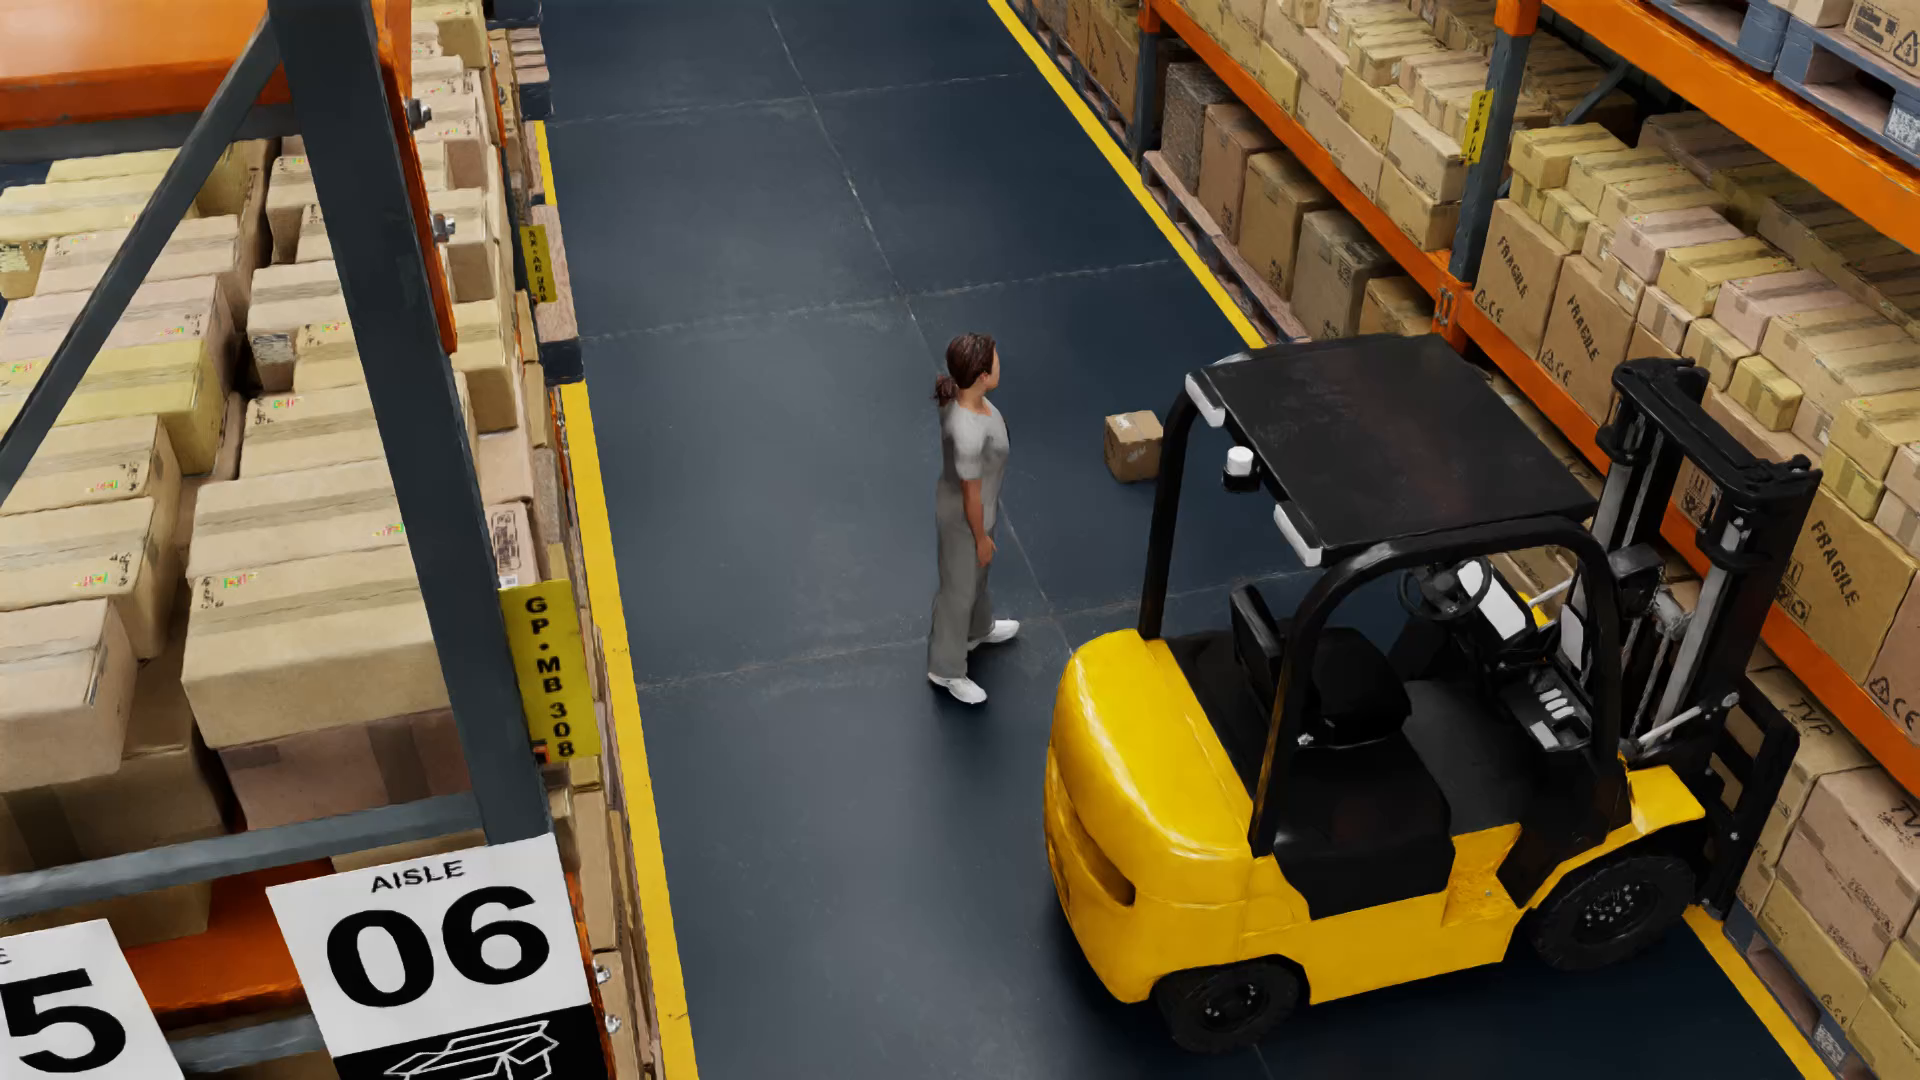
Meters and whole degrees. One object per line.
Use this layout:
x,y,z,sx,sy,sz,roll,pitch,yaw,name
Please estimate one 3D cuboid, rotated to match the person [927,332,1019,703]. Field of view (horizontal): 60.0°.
0.060,-0.111,6.816,0.412,1.674,0.537,0,38,0,person
